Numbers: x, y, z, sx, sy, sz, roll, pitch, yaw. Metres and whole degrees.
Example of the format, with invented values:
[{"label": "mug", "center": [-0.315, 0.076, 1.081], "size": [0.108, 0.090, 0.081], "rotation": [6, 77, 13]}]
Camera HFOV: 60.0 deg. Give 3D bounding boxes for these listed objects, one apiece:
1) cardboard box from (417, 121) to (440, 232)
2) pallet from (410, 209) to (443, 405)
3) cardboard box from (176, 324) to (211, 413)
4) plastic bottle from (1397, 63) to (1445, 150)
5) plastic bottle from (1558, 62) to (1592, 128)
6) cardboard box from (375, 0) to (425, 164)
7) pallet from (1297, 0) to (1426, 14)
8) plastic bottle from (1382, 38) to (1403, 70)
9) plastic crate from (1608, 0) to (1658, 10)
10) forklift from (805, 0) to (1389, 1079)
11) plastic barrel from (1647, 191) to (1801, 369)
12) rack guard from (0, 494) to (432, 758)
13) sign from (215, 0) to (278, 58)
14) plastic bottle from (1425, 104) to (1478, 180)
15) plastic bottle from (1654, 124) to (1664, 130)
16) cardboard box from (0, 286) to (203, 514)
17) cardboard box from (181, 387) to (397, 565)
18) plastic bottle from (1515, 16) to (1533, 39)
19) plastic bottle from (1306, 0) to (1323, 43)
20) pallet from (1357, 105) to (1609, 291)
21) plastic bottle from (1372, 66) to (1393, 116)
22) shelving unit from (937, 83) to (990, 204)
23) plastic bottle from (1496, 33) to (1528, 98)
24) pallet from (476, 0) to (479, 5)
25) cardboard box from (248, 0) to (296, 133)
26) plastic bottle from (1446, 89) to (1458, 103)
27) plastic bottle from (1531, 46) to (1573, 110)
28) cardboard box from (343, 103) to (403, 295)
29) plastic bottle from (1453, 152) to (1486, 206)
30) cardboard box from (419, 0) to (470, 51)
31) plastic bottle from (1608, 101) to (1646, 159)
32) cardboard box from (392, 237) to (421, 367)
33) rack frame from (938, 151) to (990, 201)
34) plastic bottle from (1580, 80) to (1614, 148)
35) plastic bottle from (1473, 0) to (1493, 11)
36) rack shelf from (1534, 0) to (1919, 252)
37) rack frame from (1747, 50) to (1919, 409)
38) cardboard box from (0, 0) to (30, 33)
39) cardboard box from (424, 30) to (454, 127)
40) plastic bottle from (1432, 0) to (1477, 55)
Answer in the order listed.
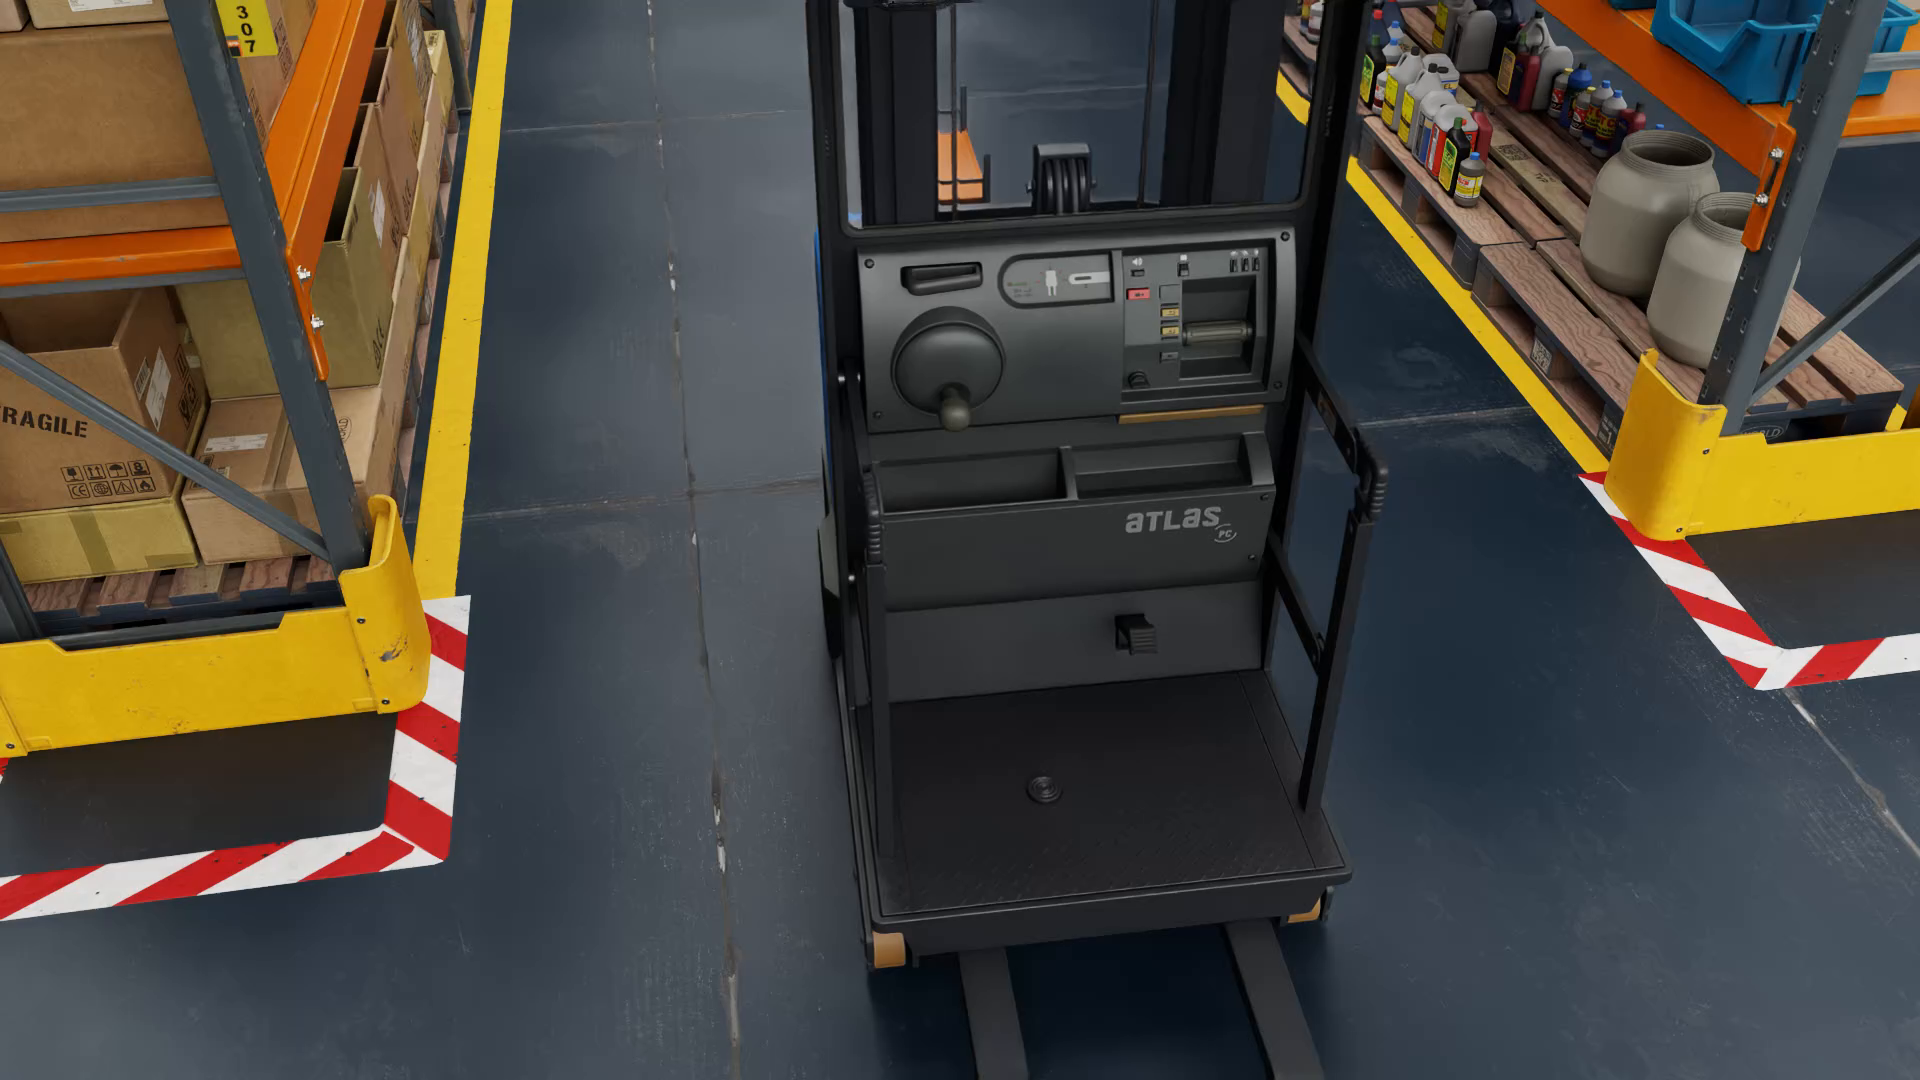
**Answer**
[{"label": "cardboard box", "center": [-2.332, -1.406, 6.514], "size": [0.500, 0.250, 0.500], "rotation": [-6, 38, -8]}, {"label": "pallet", "center": [-2.493, -0.862, 6.188], "size": [1.003, 0.211, 1.213], "rotation": [-6, 38, -8]}, {"label": "cardboard box", "center": [-2.591, -0.443, 5.275], "size": [0.500, 0.250, 0.500], "rotation": [-6, 38, -8]}, {"label": "plastic bottle", "center": [1.942, -1.829, 6.960], "size": [0.144, 0.351, 0.185], "rotation": [-5, 38, -6]}, {"label": "plastic bottle", "center": [2.646, -1.916, 7.136], "size": [0.097, 0.271, 0.097], "rotation": [0, 38, 0]}, {"label": "cardboard box", "center": [-2.344, -1.701, 6.283], "size": [0.500, 0.500, 0.500], "rotation": [-6, 38, -8]}, {"label": "pallet", "center": [1.893, -3.086, 9.050], "size": [1.003, 0.211, 1.213], "rotation": [-6, 38, -8]}, {"label": "plastic bottle", "center": [1.898, -2.082, 7.351], "size": [0.097, 0.271, 0.097], "rotation": [0, 38, 0]}, {"label": "plastic crate", "center": [2.280, -1.905, 5.379], "size": [0.499, 0.251, 0.408], "rotation": [-6, 38, -8]}, {"label": "forklift", "center": [0.978, -2.119, 4.963], "size": [3.137, 3.703, 7.490], "rotation": [-5, 38, -6]}, {"label": "plastic barrel", "center": [2.580, -0.874, 5.615], "size": [0.421, 0.512, 0.421], "rotation": [0, 38, 0]}, {"label": "rack guard", "center": [-2.103, 0.231, 4.545], "size": [1.175, 0.500, 0.348], "rotation": [-6, 38, -8]}, {"label": "sign", "center": [-1.559, -1.200, 3.579], "size": [0.100, 0.325, 0.005], "rotation": [-6, 38, -8]}, {"label": "plastic bottle", "center": [2.000, -1.616, 6.747], "size": [0.152, 0.276, 0.135], "rotation": [-6, 38, -8]}, {"label": "plastic bottle", "center": [2.759, -1.526, 6.634], "size": [0.097, 0.271, 0.097], "rotation": [0, 38, 0]}, {"label": "cardboard box", "center": [-2.494, -0.439, 4.657], "size": [0.500, 0.500, 0.500], "rotation": [-6, 38, -8]}, {"label": "cardboard box", "center": [-1.982, -0.198, 4.959], "size": [0.500, 0.250, 0.500], "rotation": [-6, 38, -8]}, {"label": "plastic bottle", "center": [2.569, -2.250, 7.557], "size": [0.061, 0.283, 0.133], "rotation": [-4, 38, -5]}, {"label": "plastic bottle", "center": [1.711, -2.485, 7.926], "size": [0.097, 0.201, 0.097], "rotation": [0, 38, 0]}, {"label": "pallet", "center": [2.363, -1.467, 6.967], "size": [1.003, 0.211, 1.213], "rotation": [-6, 38, -8]}, {"label": "plastic bottle", "center": [1.862, -1.966, 7.258], "size": [0.097, 0.201, 0.097], "rotation": [0, 38, 0]}, {"label": "shelving unit", "center": [-0.066, -0.763, 5.255], "size": [0.258, 1.200, 0.503], "rotation": [-5, 38, -6]}, {"label": "plastic bottle", "center": [2.460, -2.123, 7.393], "size": [0.061, 0.283, 0.133], "rotation": [-6, 38, -8]}, {"label": "pallet", "center": [-3.193, -3.265, 9.280], "size": [1.003, 0.211, 1.213], "rotation": [-6, 38, -8]}, {"label": "cardboard box", "center": [-2.273, -1.410, 4.538], "size": [0.700, 0.500, 0.500], "rotation": [-5, 38, -7]}, {"label": "plastic bottle", "center": [2.053, -1.810, 7.057], "size": [0.097, 0.201, 0.097], "rotation": [0, 38, 0]}, {"label": "plastic bottle", "center": [2.581, -2.048, 7.302], "size": [0.152, 0.276, 0.135], "rotation": [-6, 38, -7]}, {"label": "cardboard box", "center": [-2.172, -1.097, 5.505], "size": [0.500, 0.500, 0.500], "rotation": [-6, 38, -8]}, {"label": "plastic bottle", "center": [2.017, -1.432, 6.570], "size": [0.097, 0.201, 0.097], "rotation": [0, 38, 0]}, {"label": "cardboard box", "center": [-2.635, -2.537, 7.969], "size": [0.500, 0.250, 0.500], "rotation": [-7, 38, -9]}, {"label": "plastic bottle", "center": [2.738, -1.669, 6.809], "size": [0.061, 0.283, 0.133], "rotation": [-6, 38, -7]}, {"label": "cardboard box", "center": [-2.160, -0.802, 5.736], "size": [0.500, 0.250, 0.500], "rotation": [-6, 38, -8]}, {"label": "rack frame", "center": [-0.034, -0.615, 5.064], "size": [0.240, 1.200, 0.015], "rotation": [-5, 38, -6]}, {"label": "plastic bottle", "center": [2.682, -1.793, 6.979], "size": [0.097, 0.271, 0.097], "rotation": [0, 38, 0]}, {"label": "plastic bottle", "center": [2.466, -2.487, 7.806], "size": [0.144, 0.351, 0.185], "rotation": [-7, 38, -9]}, {"label": "rack shelf", "center": [2.420, -2.225, 6.255], "size": [1.077, 0.370, 4.000], "rotation": [-6, 38, -8]}, {"label": "rack frame", "center": [2.774, -1.301, 4.480], "size": [0.949, 2.616, 0.053], "rotation": [-6, 38, -8]}, {"label": "cardboard box", "center": [-2.362, -1.276, 3.838], "size": [0.380, 0.149, 0.250], "rotation": [-7, 38, -9]}, {"label": "cardboard box", "center": [-2.512, -2.010, 7.291], "size": [0.500, 0.250, 0.500], "rotation": [-6, 38, -8]}, {"label": "plastic bottle", "center": [2.324, -2.471, 7.786], "size": [0.144, 0.351, 0.185], "rotation": [-6, 38, -8]}]
